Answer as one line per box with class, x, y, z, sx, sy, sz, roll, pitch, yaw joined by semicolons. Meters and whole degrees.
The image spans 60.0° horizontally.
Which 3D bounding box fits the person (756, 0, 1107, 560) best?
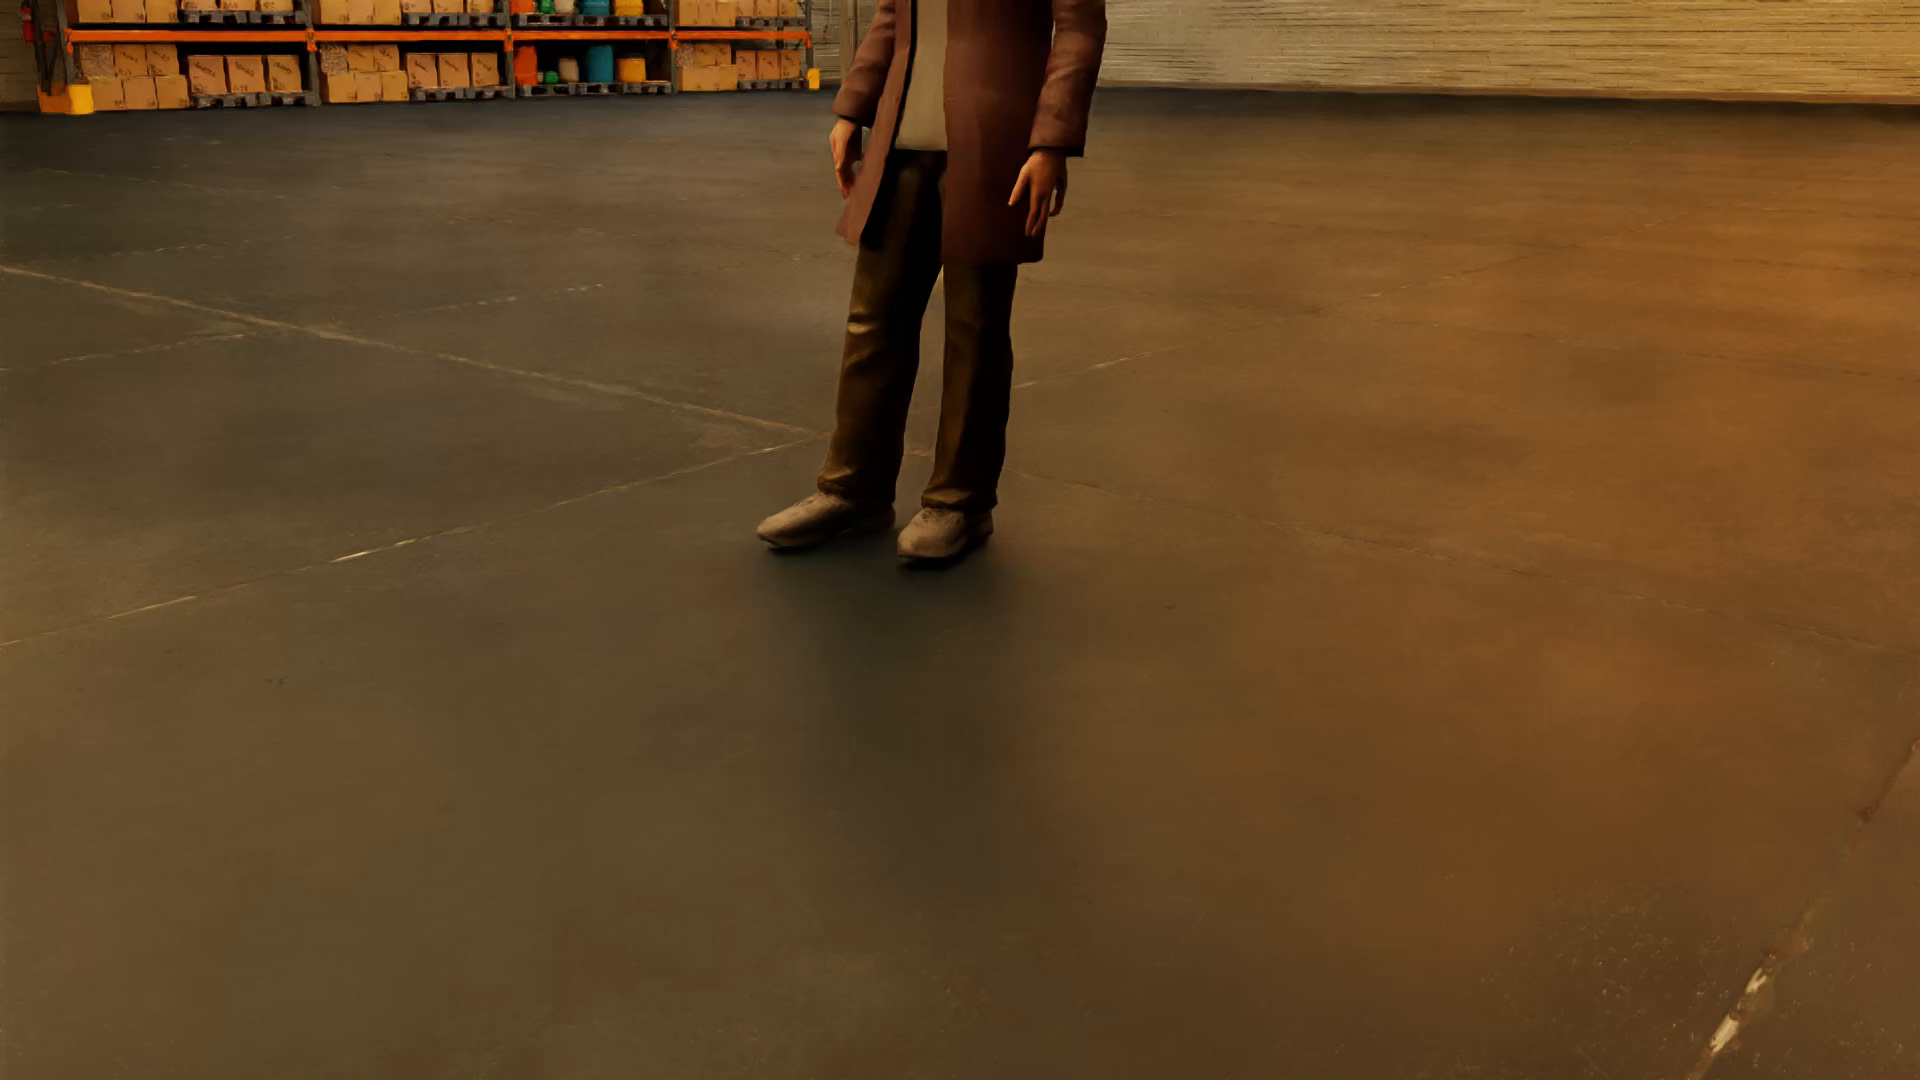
person;-0.062;-0.838;3.617;0.694;1.776;0.580;13;21;37
